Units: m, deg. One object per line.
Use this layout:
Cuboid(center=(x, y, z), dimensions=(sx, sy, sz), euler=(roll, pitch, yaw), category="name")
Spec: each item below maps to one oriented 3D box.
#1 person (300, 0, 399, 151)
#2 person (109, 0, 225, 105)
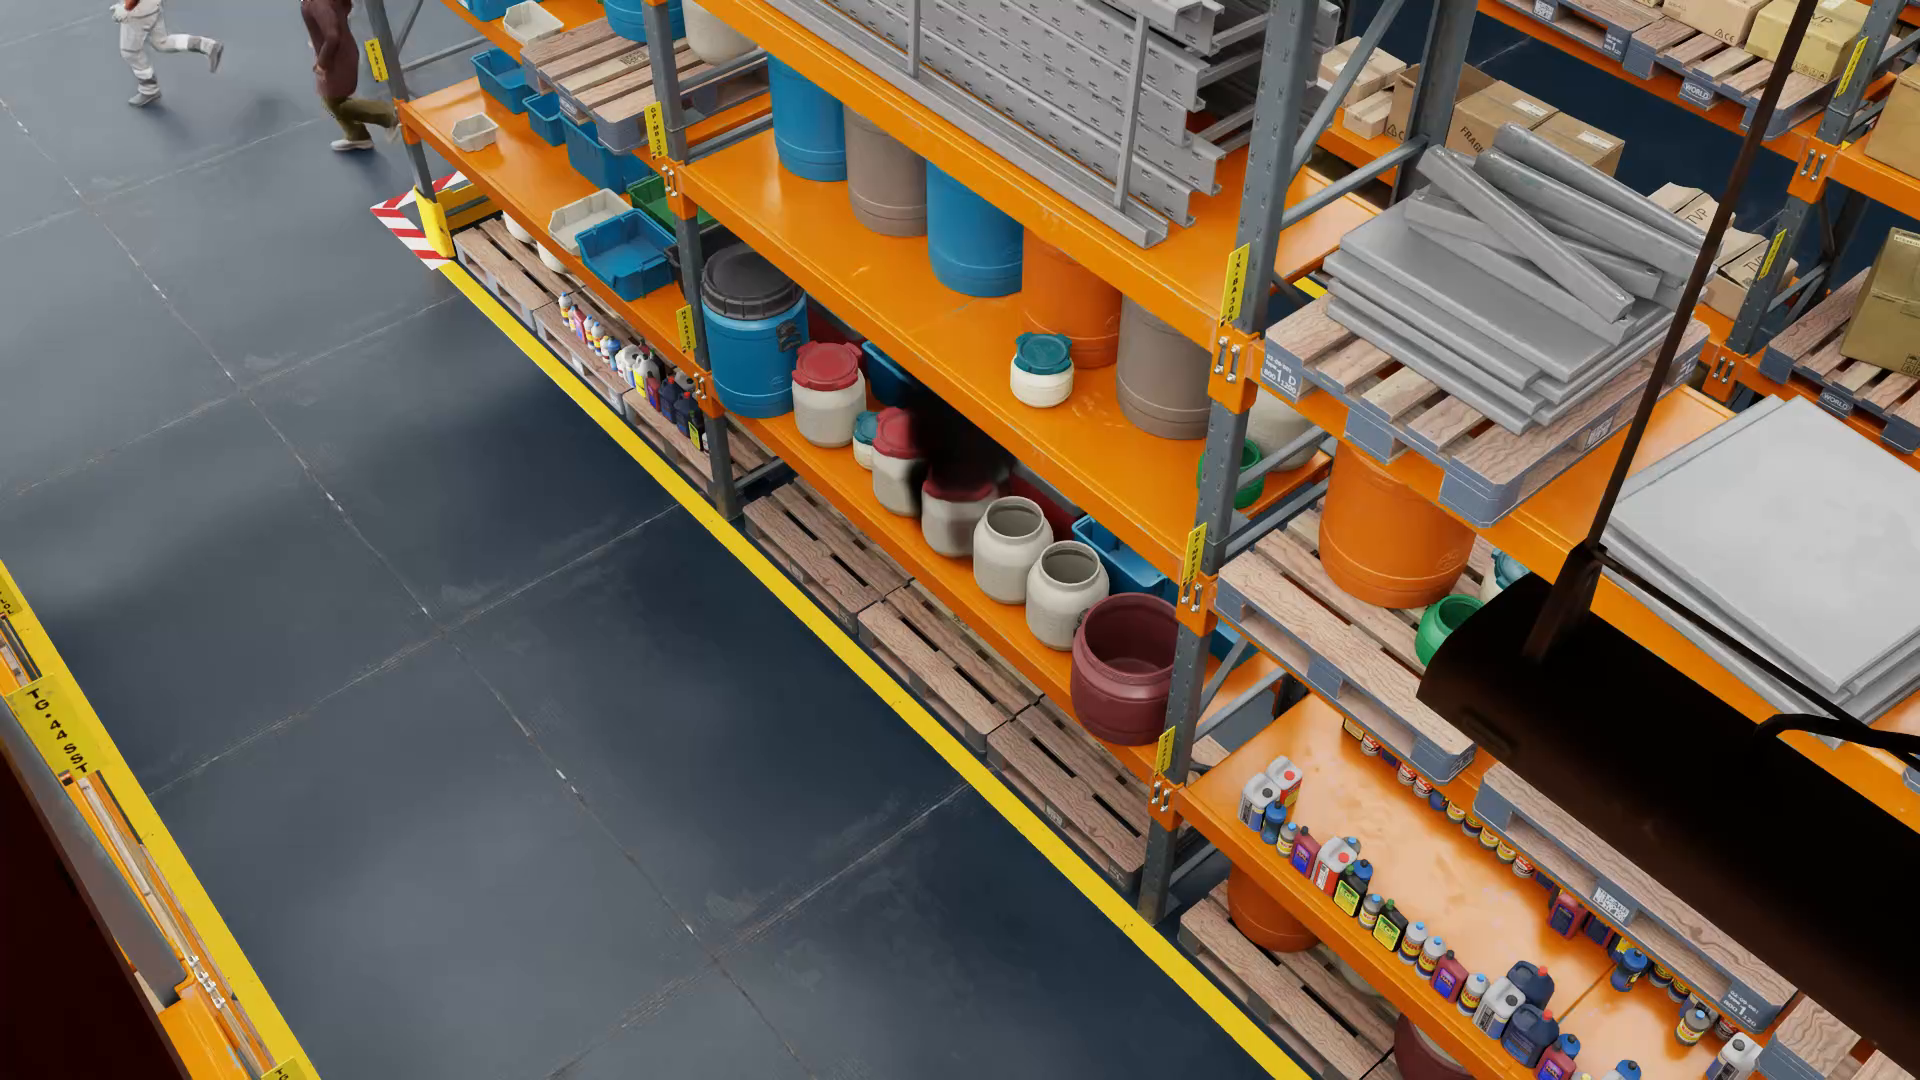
Cuboid(center=(-4.990, -3.929, 13.527), dimensions=(0.717, 1.746, 0.743), euler=(-4, 47, -4), category="person")
Cuboid(center=(-6.857, -4.493, 14.071), dimensions=(0.950, 1.767, 0.664), euler=(-8, 47, -7), category="person")
